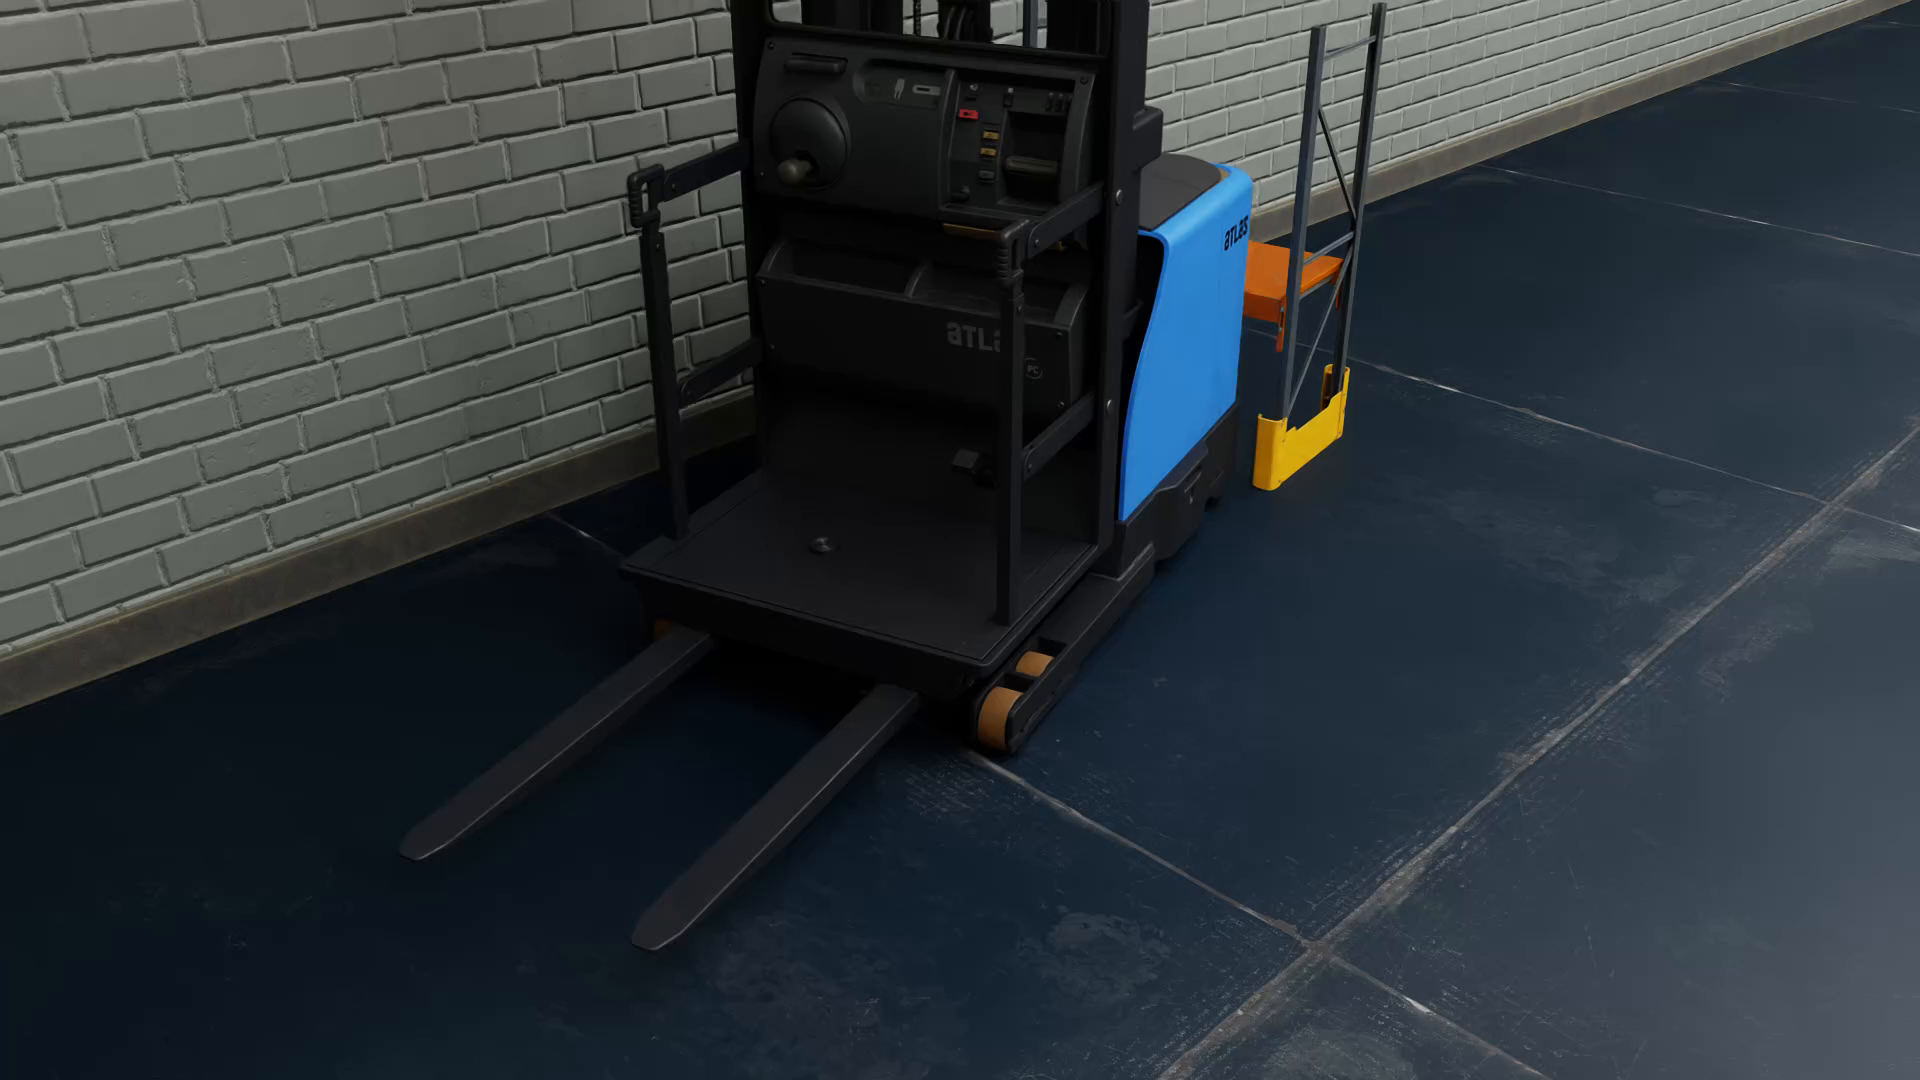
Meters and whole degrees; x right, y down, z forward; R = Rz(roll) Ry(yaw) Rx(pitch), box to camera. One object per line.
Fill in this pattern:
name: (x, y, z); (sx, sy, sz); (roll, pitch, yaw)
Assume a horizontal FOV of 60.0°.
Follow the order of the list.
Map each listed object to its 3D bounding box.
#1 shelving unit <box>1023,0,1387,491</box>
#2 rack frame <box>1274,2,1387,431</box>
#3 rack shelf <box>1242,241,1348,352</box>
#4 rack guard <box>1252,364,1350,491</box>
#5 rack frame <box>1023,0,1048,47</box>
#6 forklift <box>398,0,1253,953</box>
shelving unit: (0.773, -1.082, 5.696); (1.083, 1.500, 0.587); (18, 33, 31)
rack frame: (1.194, -0.943, 5.431); (0.032, 1.500, 0.500); (18, 33, 31)
rack shelf: (0.780, -0.920, 5.776); (1.000, 0.185, 0.538); (18, 33, 31)
rack guard: (1.178, -0.395, 5.732); (0.087, 0.250, 0.587); (18, 33, 31)
rack frame: (0.366, -1.217, 5.953); (0.032, 1.500, 0.500); (18, 33, 31)
forklift: (-0.203, -0.994, 3.991); (1.130, 2.935, 3.031); (13, 31, 24)
